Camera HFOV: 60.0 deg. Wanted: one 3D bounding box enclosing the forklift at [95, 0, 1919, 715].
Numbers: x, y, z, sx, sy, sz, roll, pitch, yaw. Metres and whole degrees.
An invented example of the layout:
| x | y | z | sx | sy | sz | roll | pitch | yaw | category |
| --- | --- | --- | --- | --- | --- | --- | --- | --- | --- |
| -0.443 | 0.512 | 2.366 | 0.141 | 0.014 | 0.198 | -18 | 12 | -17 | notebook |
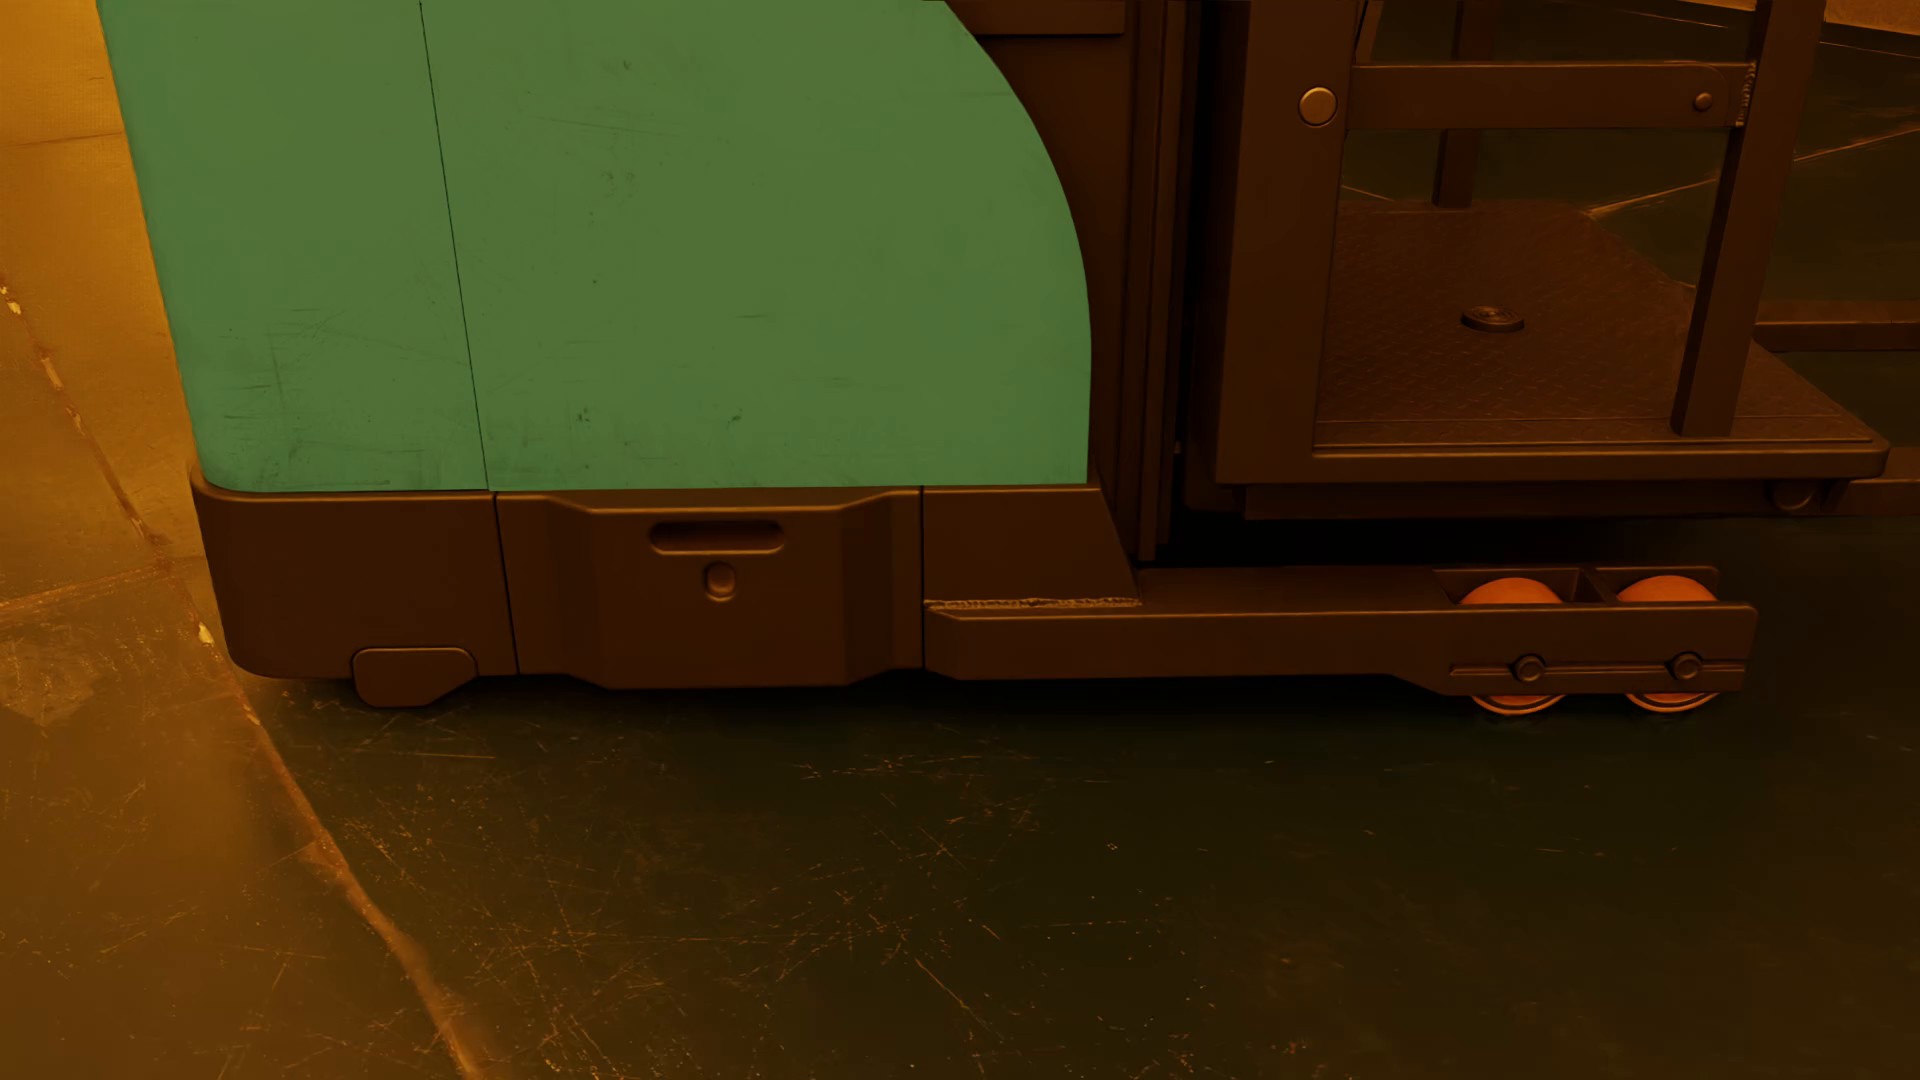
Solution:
| x | y | z | sx | sy | sz | roll | pitch | yaw | category |
| --- | --- | --- | --- | --- | --- | --- | --- | --- | --- |
| 0.586 | -1.331 | 1.885 | 3.031 | 2.935 | 1.130 | -1 | 27 | -2 | forklift |
